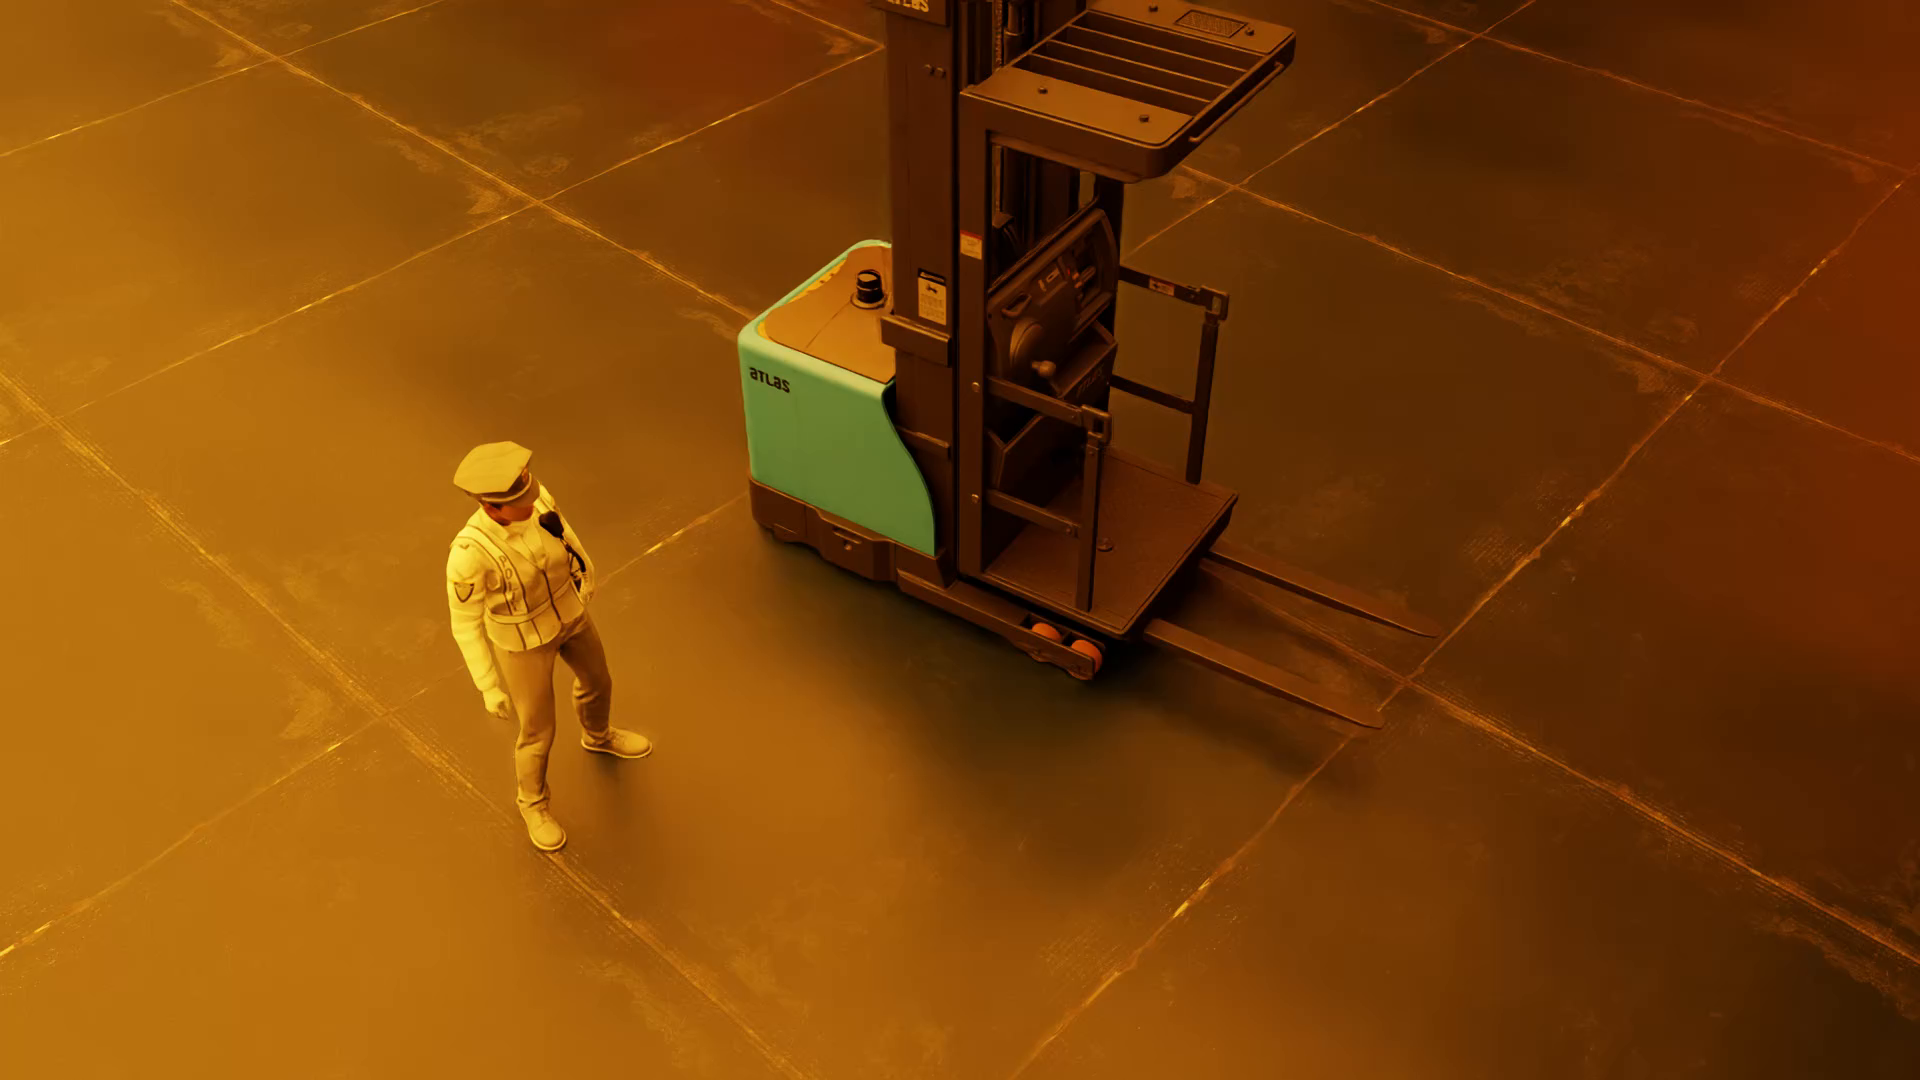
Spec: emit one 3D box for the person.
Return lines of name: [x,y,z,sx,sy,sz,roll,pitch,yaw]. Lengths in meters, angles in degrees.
person: [-1.524,0.348,6.011,0.348,1.665,0.687,22,45,23]

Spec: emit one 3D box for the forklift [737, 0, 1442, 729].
forklift: [0.549,-0.923,6.504,3.031,2.935,1.130,23,46,24]
